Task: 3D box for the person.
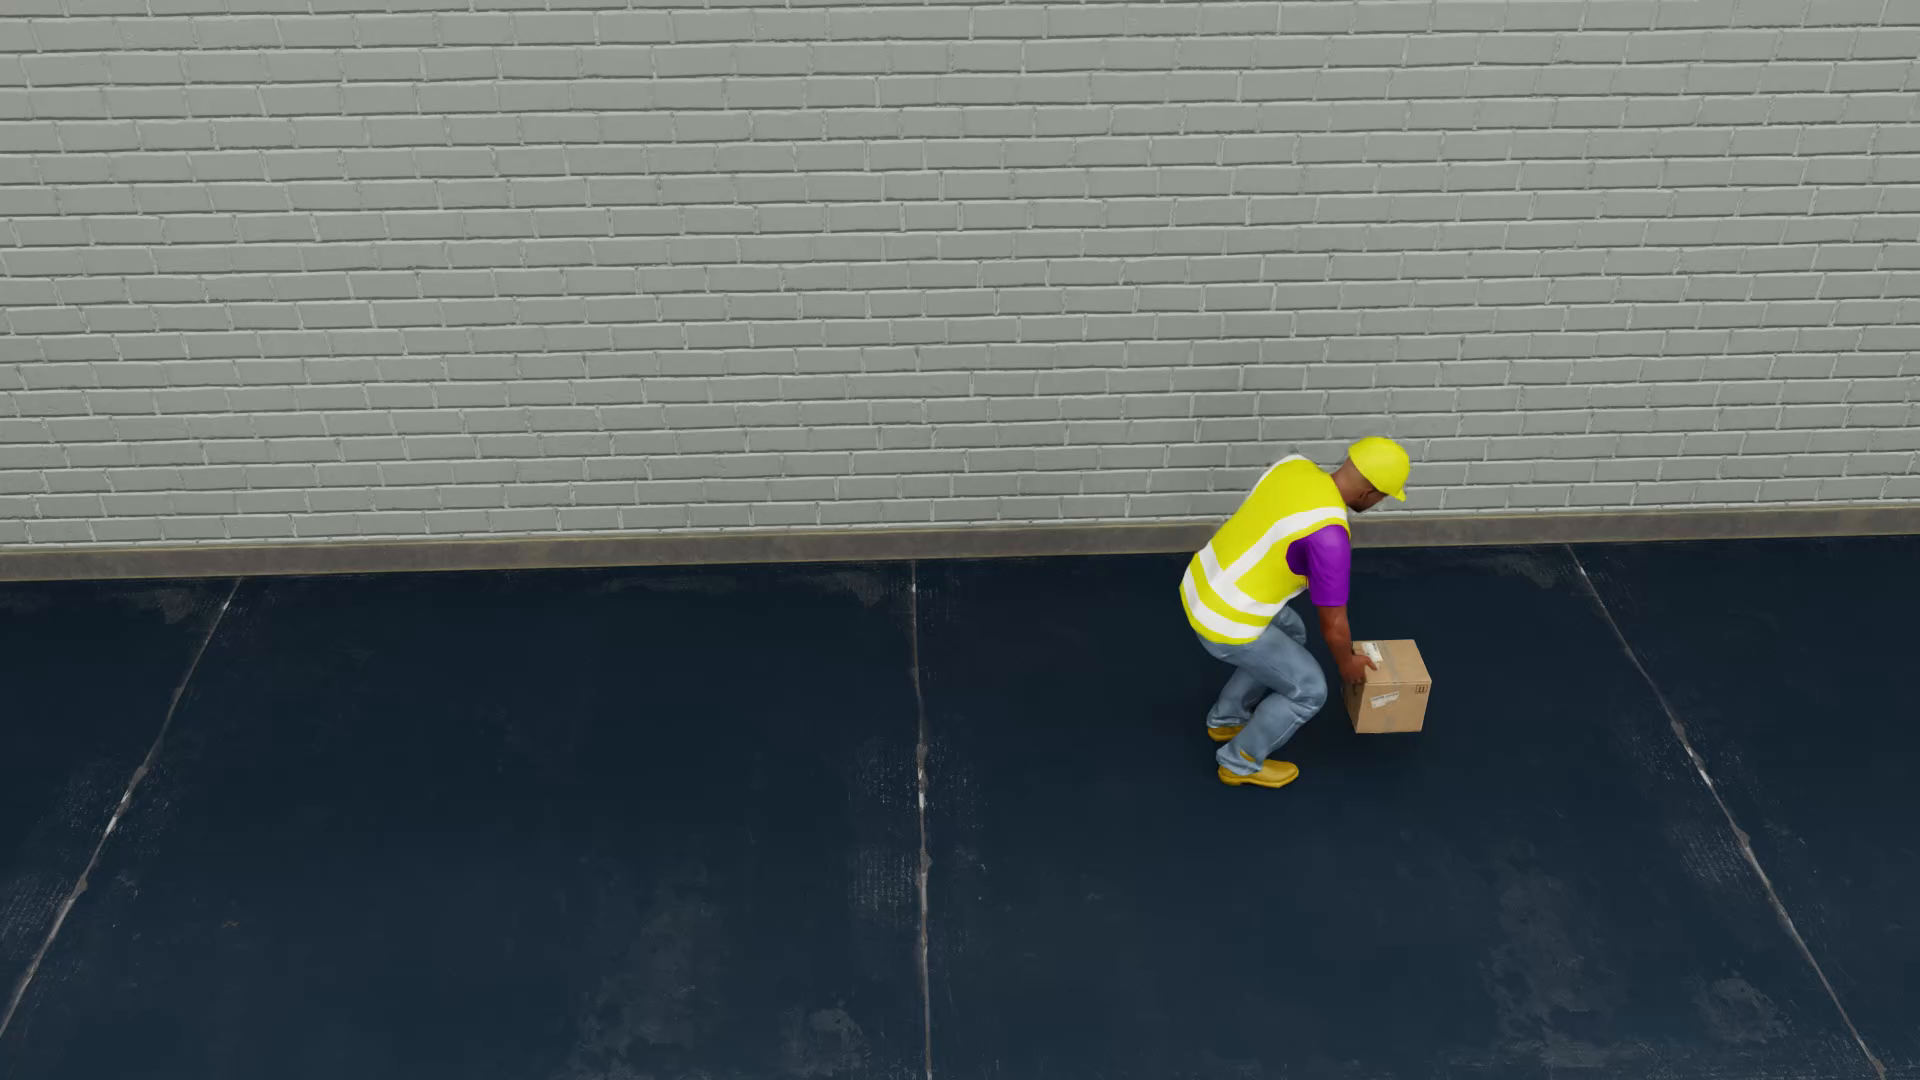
[{"bbox_3d":[1.188,0.235,6.106,0.762,1.405,0.632,-1,35,-2],"label":"person"}]
